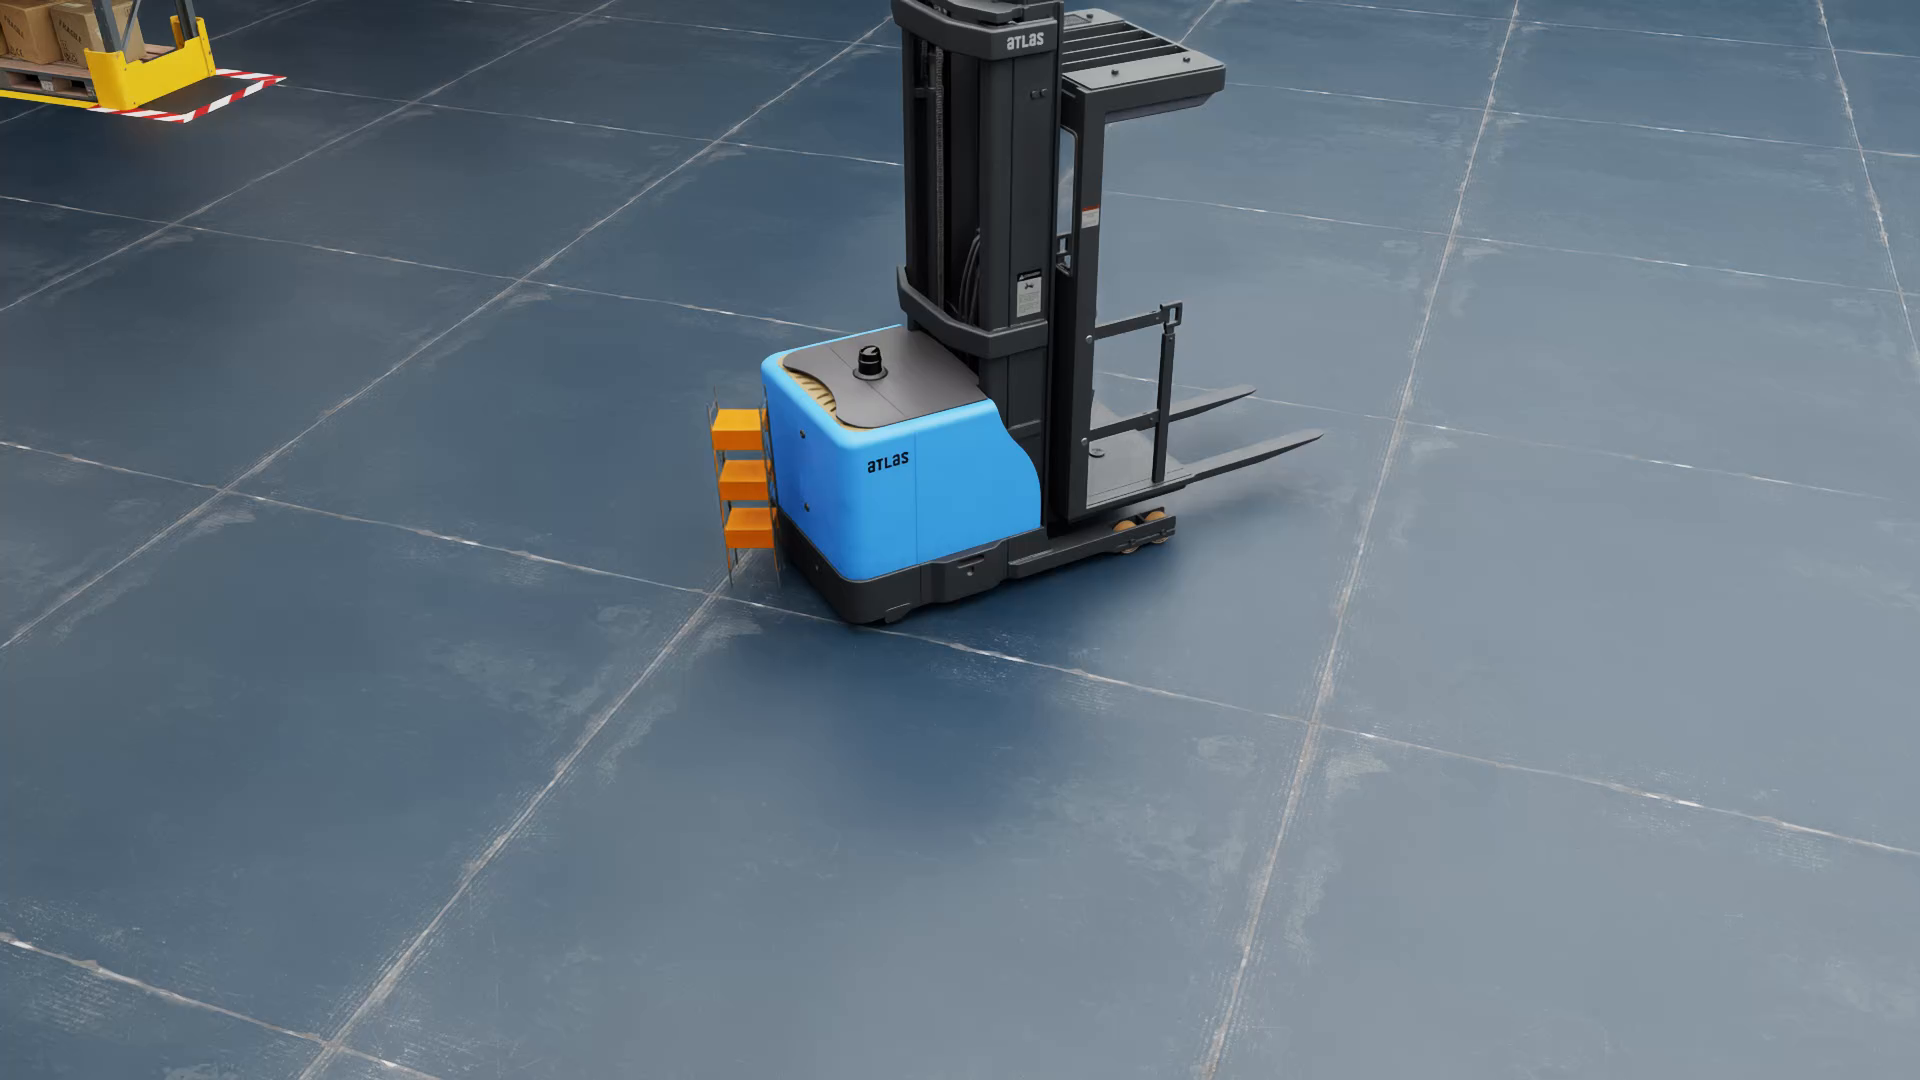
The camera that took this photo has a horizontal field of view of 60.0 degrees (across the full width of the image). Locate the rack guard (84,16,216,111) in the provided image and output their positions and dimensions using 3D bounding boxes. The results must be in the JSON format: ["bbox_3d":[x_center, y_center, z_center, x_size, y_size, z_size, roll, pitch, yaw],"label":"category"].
[{"bbox_3d":[-7.258,-4.297,14.944,0.348,0.500,1.175,11,34,16],"label":"rack guard"}]

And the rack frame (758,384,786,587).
[{"bbox_3d":[-0.920,-0.255,8.160,0.008,1.050,0.200,0,33,3],"label":"rack frame"}]

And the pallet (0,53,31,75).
[{"bbox_3d":[-9.156,-4.566,15.628,1.213,0.211,1.003,11,34,16],"label":"pallet"}]

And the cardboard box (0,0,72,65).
[{"bbox_3d":[-8.343,-4.674,15.141,0.500,0.500,0.500,21,38,29],"label":"cardboard box"}]

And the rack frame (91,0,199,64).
[{"bbox_3d":[-7.187,-5.333,14.244,0.127,3.000,1.000,11,34,16],"label":"rack frame"}]

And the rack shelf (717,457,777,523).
[{"bbox_3d":[-1.042,-0.246,8.173,0.240,0.259,0.215,0,33,3],"label":"rack shelf"}]

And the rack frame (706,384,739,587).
[{"bbox_3d":[-1.164,-0.255,8.174,0.008,1.050,0.200,0,33,3],"label":"rack frame"}]

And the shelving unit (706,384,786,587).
[{"bbox_3d":[-1.042,-0.255,8.167,0.252,1.050,0.215,0,33,3],"label":"shelving unit"}]

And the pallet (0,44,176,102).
[{"bbox_3d":[-8.011,-4.342,15.281,1.213,0.211,1.003,11,34,16],"label":"pallet"}]

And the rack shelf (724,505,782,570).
[{"bbox_3d":[-1.032,-0.014,8.325,0.240,0.259,0.215,0,33,3],"label":"rack shelf"}]

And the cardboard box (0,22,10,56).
[{"bbox_3d":[-8.926,-4.798,15.334,0.500,0.500,0.500,14,35,21],"label":"cardboard box"}]

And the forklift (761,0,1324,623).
[{"bbox_3d":[0.546,-1.396,8.210,3.031,2.935,1.130,-17,36,-24],"label":"forklift"}]

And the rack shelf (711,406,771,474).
[{"bbox_3d":[-1.051,-0.483,8.017,0.240,0.259,0.215,0,33,3],"label":"rack shelf"}]

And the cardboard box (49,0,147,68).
[{"bbox_3d":[-7.769,-4.582,14.999,0.500,0.500,0.500,18,37,25],"label":"cardboard box"}]
